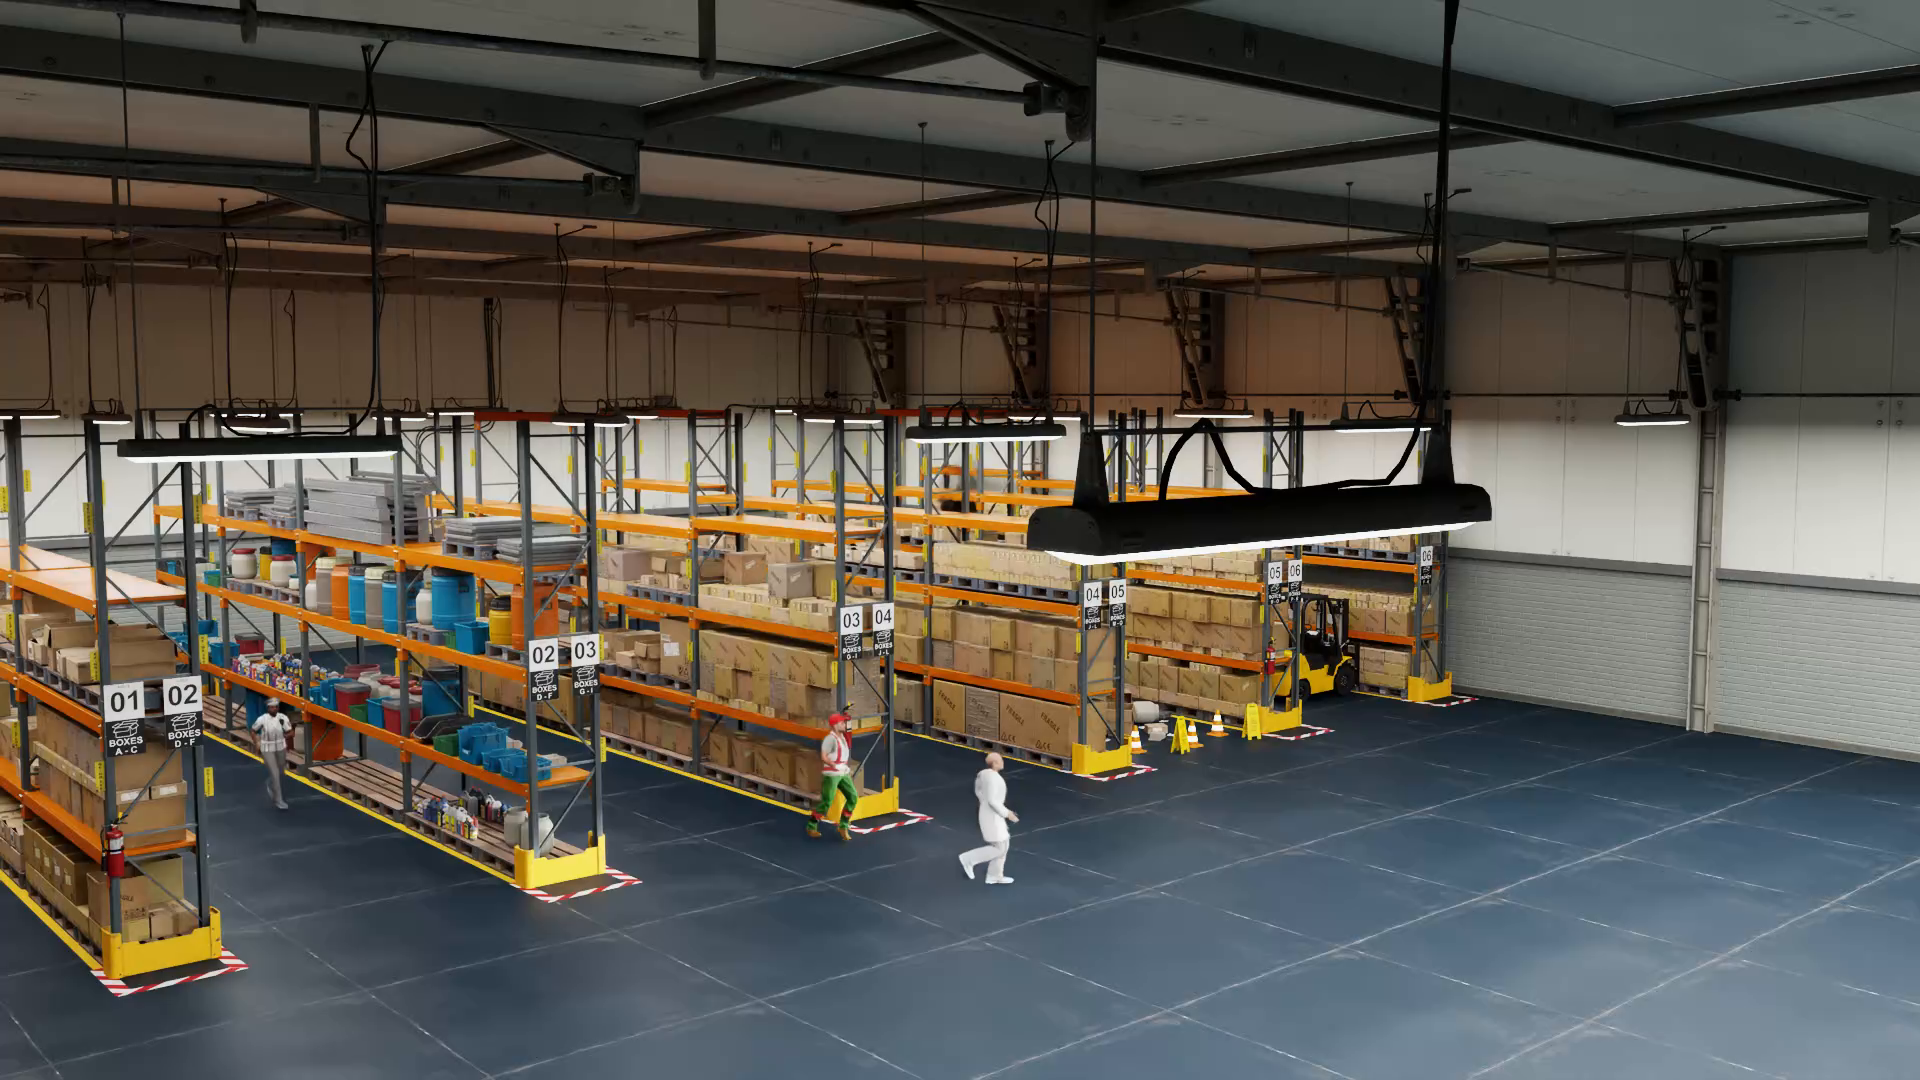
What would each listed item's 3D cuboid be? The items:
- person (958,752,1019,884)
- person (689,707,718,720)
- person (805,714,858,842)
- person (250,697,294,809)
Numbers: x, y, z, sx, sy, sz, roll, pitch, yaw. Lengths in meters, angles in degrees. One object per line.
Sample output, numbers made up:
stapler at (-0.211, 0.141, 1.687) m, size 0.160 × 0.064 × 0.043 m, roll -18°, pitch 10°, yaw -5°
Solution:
person at (0.326, 3.593, 21.399) m, size 0.754 × 1.734 × 0.700 m, roll -1°, pitch 5°, yaw -12°
person at (-4.902, 2.728, 31.743) m, size 0.593 × 1.704 × 0.816 m, roll -5°, pitch 7°, yaw -42°
person at (-1.782, 3.378, 23.733) m, size 0.697 × 1.795 × 0.721 m, roll 2°, pitch 6°, yaw 25°
person at (-10.541, 3.227, 25.529) m, size 0.576 × 1.678 × 0.912 m, roll -4°, pitch 7°, yaw -41°
